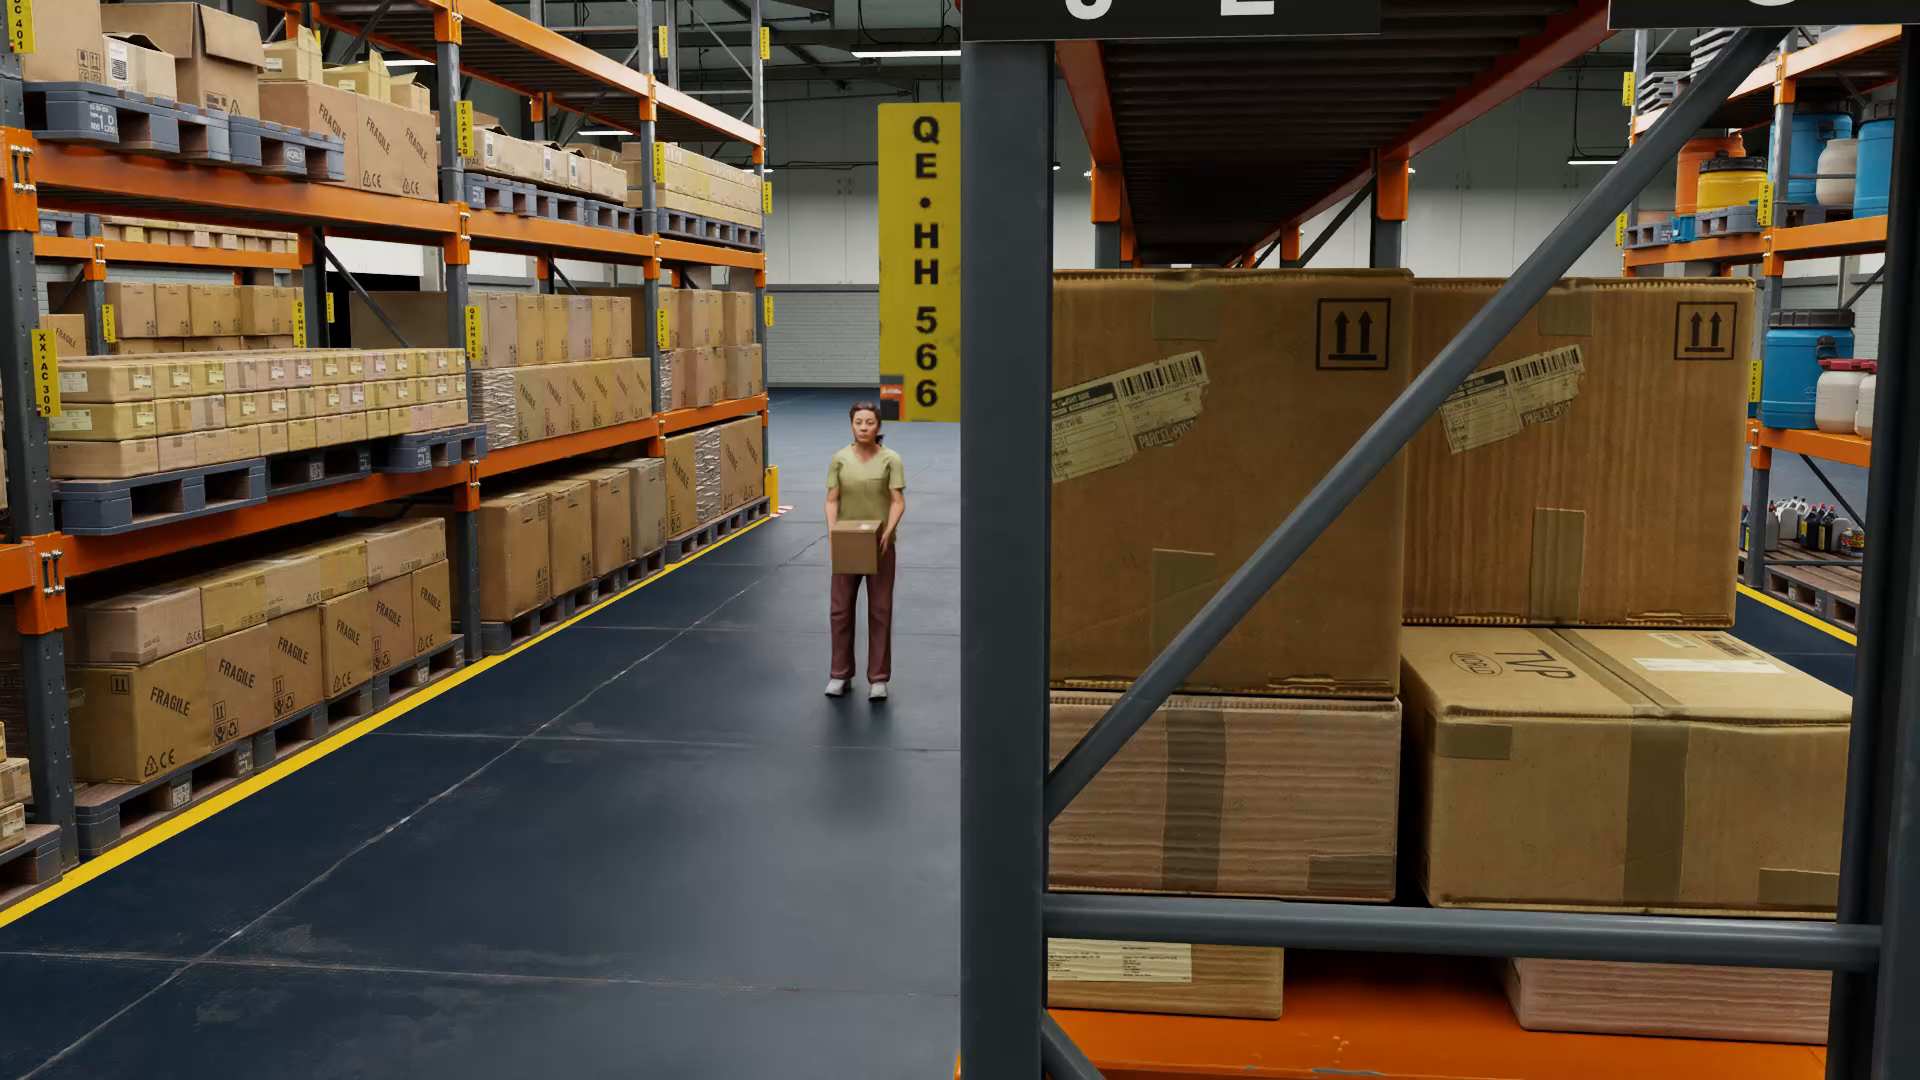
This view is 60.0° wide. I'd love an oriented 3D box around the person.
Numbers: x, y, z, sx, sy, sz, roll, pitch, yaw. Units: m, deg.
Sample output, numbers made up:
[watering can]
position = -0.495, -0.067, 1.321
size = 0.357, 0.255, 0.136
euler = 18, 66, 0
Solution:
[person]
position = -0.543, 0.049, 9.439
size = 0.466, 1.673, 0.452
euler = 1, 8, 6
